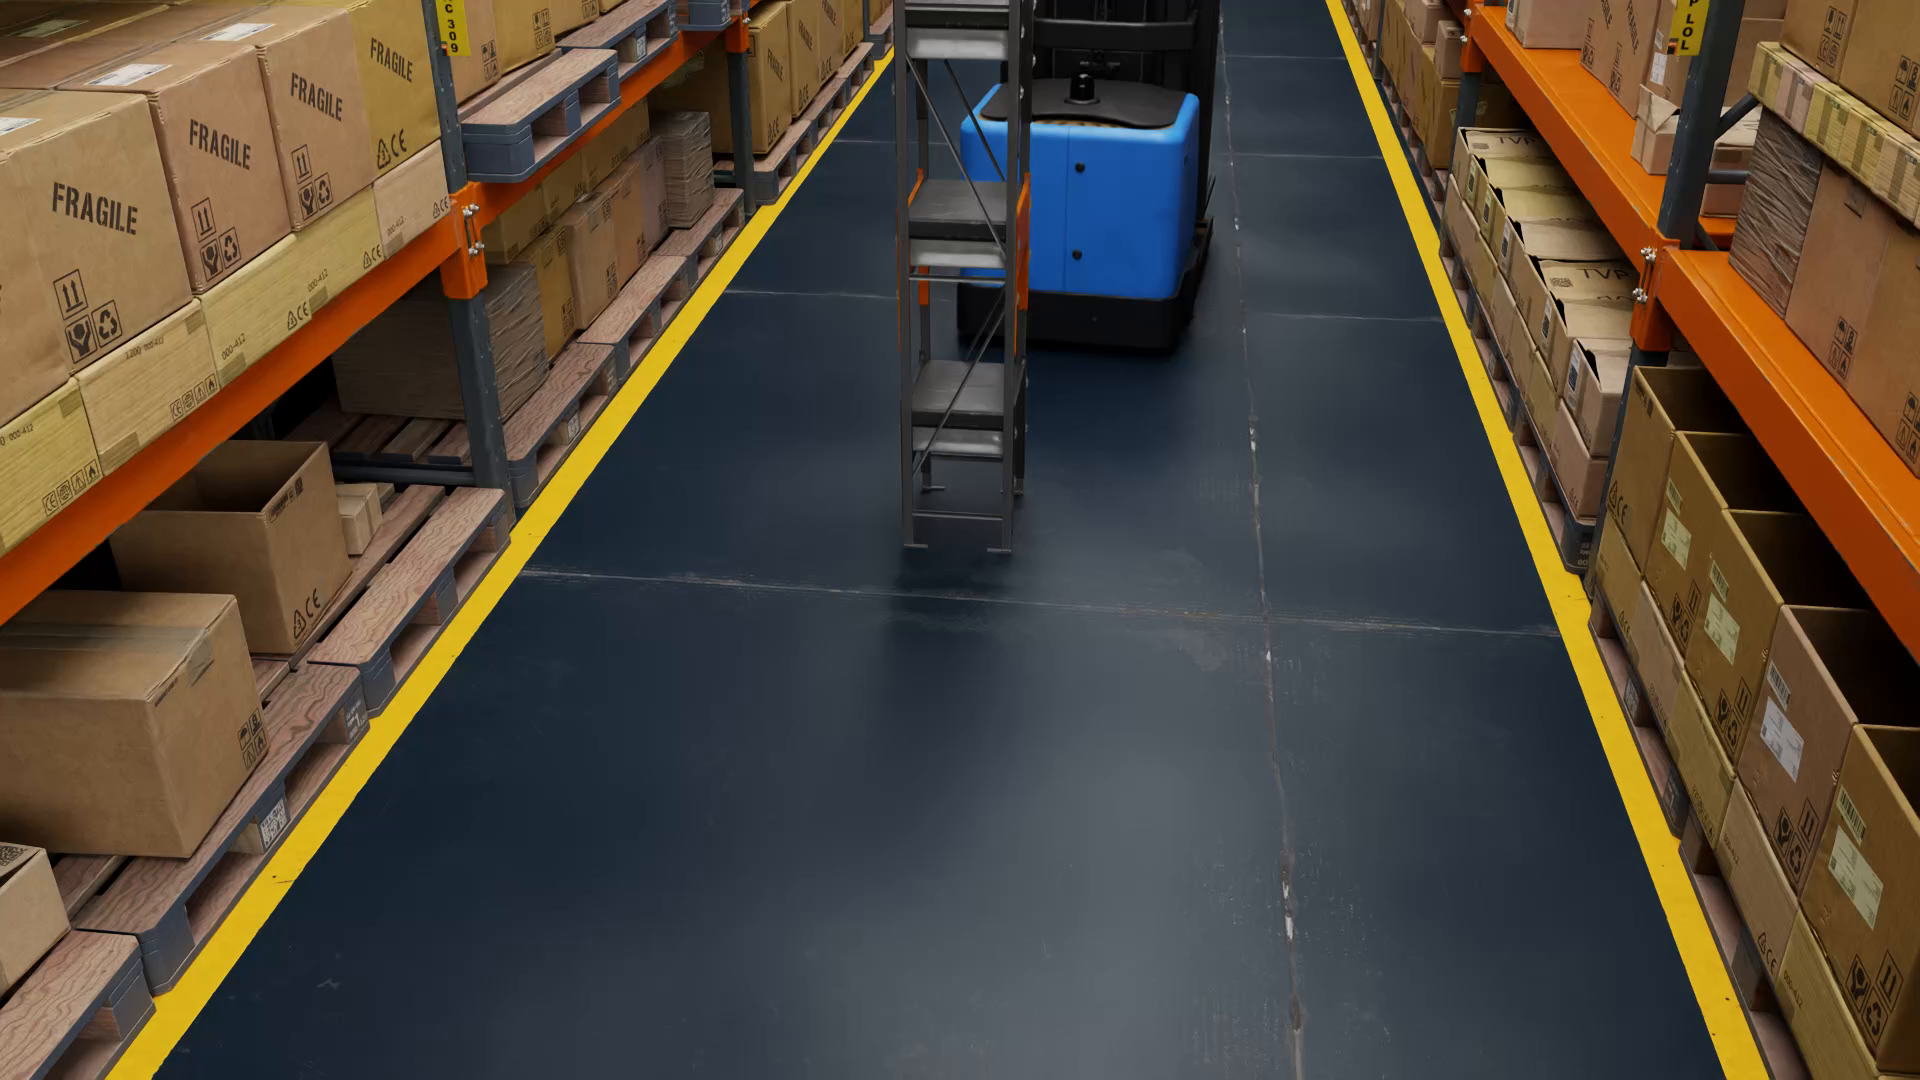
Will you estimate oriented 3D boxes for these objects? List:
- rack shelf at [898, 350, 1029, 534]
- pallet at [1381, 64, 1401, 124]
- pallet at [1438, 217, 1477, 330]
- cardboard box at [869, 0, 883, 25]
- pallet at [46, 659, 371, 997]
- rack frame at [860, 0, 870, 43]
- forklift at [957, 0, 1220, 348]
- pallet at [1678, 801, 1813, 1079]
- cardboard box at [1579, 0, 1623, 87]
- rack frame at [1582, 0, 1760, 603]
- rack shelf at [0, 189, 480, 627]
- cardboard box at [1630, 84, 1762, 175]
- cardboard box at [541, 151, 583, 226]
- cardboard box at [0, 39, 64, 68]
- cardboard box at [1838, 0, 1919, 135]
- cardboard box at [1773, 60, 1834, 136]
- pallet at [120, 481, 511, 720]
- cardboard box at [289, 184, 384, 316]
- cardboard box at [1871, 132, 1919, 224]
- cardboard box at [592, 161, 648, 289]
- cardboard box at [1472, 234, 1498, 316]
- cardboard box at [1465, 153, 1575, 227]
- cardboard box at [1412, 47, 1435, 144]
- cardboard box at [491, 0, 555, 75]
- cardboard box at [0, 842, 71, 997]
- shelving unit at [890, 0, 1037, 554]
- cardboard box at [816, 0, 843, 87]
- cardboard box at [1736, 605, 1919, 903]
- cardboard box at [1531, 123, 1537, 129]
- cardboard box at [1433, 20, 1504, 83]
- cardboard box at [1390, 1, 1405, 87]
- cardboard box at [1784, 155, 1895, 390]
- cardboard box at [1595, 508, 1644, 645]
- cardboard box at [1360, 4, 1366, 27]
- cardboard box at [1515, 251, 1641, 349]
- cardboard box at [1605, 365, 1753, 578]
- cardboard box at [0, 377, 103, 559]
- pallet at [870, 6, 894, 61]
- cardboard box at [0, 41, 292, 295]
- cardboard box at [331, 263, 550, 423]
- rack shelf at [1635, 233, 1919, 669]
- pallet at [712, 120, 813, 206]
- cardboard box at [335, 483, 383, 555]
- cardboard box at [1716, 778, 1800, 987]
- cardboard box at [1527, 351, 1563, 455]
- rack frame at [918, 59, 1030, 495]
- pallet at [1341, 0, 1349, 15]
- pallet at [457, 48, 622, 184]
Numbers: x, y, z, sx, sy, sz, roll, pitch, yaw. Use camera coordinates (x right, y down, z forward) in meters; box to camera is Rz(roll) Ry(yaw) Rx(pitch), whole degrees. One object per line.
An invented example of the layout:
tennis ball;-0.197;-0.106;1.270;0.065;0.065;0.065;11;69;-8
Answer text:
rack shelf;0.020;-0.374;6.235;0.431;0.518;0.480;3;28;6
pallet;3.634;-3.253;12.066;1.003;0.211;1.213;3;28;6
pallet;3.066;-1.370;8.571;1.003;0.211;1.213;3;28;6
cardboard box;-1.027;-4.583;13.786;0.700;0.500;0.500;4;29;7
pallet;-2.395;0.735;4.663;1.003;0.211;1.213;3;28;6
rack frame;-1.221;-5.152;12.651;1.000;3.000;0.127;3;28;6
forklift;0.801;-2.864;8.476;1.130;2.935;3.031;6;29;11
pallet;2.430;1.075;4.032;1.003;0.211;1.213;3;28;6
cardboard box;3.016;-2.236;7.133;0.500;0.500;0.500;2;28;3
rack frame;2.716;-1.100;5.130;1.000;3.000;0.127;3;28;6
rack shelf;-2.446;-0.128;4.084;1.077;0.370;4.000;3;28;6
cardboard box;2.641;-1.466;5.950;0.396;0.266;0.258;3;28;5
cardboard box;-2.017;-1.610;7.457;0.500;0.250;0.500;3;28;5
cardboard box;-2.600;-0.973;4.239;0.500;0.500;0.500;4;29;8
cardboard box;2.607;-1.268;3.968;0.700;0.500;0.500;3;28;6
cardboard box;2.460;-1.197;4.519;0.380;0.149;0.250;4;29;7
pallet;-2.248;0.159;5.732;1.003;0.211;1.213;3;28;6
cardboard box;-2.028;-0.855;4.811;0.500;0.250;0.500;3;29;6
cardboard box;2.367;-0.834;3.846;0.380;0.149;0.250;2;28;5
cardboard box;-1.959;-1.549;8.135;0.700;0.500;0.500;3;28;6
cardboard box;2.732;-1.246;7.857;0.500;0.250;0.500;3;28;5
cardboard box;2.794;-1.727;8.159;0.500;0.311;0.500;3;28;5
cardboard box;3.151;-2.774;10.408;0.500;0.500;0.500;2;28;4
cardboard box;-2.029;-2.124;6.461;0.700;0.500;0.500;6;29;11
cardboard box;-2.447;0.898;3.792;0.500;0.311;0.500;6;29;10
shelving unit;0.020;-1.002;5.897;0.431;2.100;0.503;3;28;6
cardboard box;-1.277;-3.659;11.702;0.750;0.750;0.750;4;29;8
cardboard box;2.167;0.501;3.822;0.500;0.500;0.500;3;28;6
cardboard box;3.545;-2.274;9.480;0.500;0.500;0.500;5;29;8
cardboard box;3.090;-2.887;9.828;0.500;0.250;0.500;4;29;8
cardboard box;3.341;-3.494;11.745;0.500;0.500;0.500;4;29;7
cardboard box;2.609;-0.686;4.256;0.700;0.500;0.500;3;28;6
cardboard box;2.358;0.126;5.310;0.500;0.250;0.500;3;28;6
cardboard box;3.471;-4.269;13.554;0.380;0.149;0.250;3;28;6
cardboard box;2.602;-1.009;6.825;0.500;0.311;0.500;3;28;6
cardboard box;2.348;-0.205;5.133;0.500;0.500;0.500;3;28;6
cardboard box;-2.198;-0.142;3.489;0.500;0.250;0.500;3;28;5
pallet;-1.050;-4.278;13.968;1.003;0.211;1.213;3;28;6
cardboard box;-2.080;-0.947;4.192;0.500;0.500;0.500;3;28;5
cardboard box;-2.127;-0.827;6.794;0.700;0.500;0.500;4;29;8
rack shelf;2.471;0.158;3.553;1.077;0.370;4.000;3;28;6
pallet;-1.540;-2.408;10.498;1.003;0.211;1.213;3;28;6
cardboard box;-2.237;-0.079;5.758;0.380;0.166;0.250;0;28;0
cardboard box;2.170;0.832;4.000;0.500;0.250;0.500;3;28;6
cardboard box;2.543;-0.525;6.518;0.500;0.250;0.500;3;28;5
rack frame;0.050;-1.117;6.110;0.400;2.100;0.015;3;28;6
pallet;4.080;-5.110;15.513;1.003;0.211;1.213;3;28;6
pallet;-1.963;-1.653;6.359;1.003;0.211;1.213;3;28;6
